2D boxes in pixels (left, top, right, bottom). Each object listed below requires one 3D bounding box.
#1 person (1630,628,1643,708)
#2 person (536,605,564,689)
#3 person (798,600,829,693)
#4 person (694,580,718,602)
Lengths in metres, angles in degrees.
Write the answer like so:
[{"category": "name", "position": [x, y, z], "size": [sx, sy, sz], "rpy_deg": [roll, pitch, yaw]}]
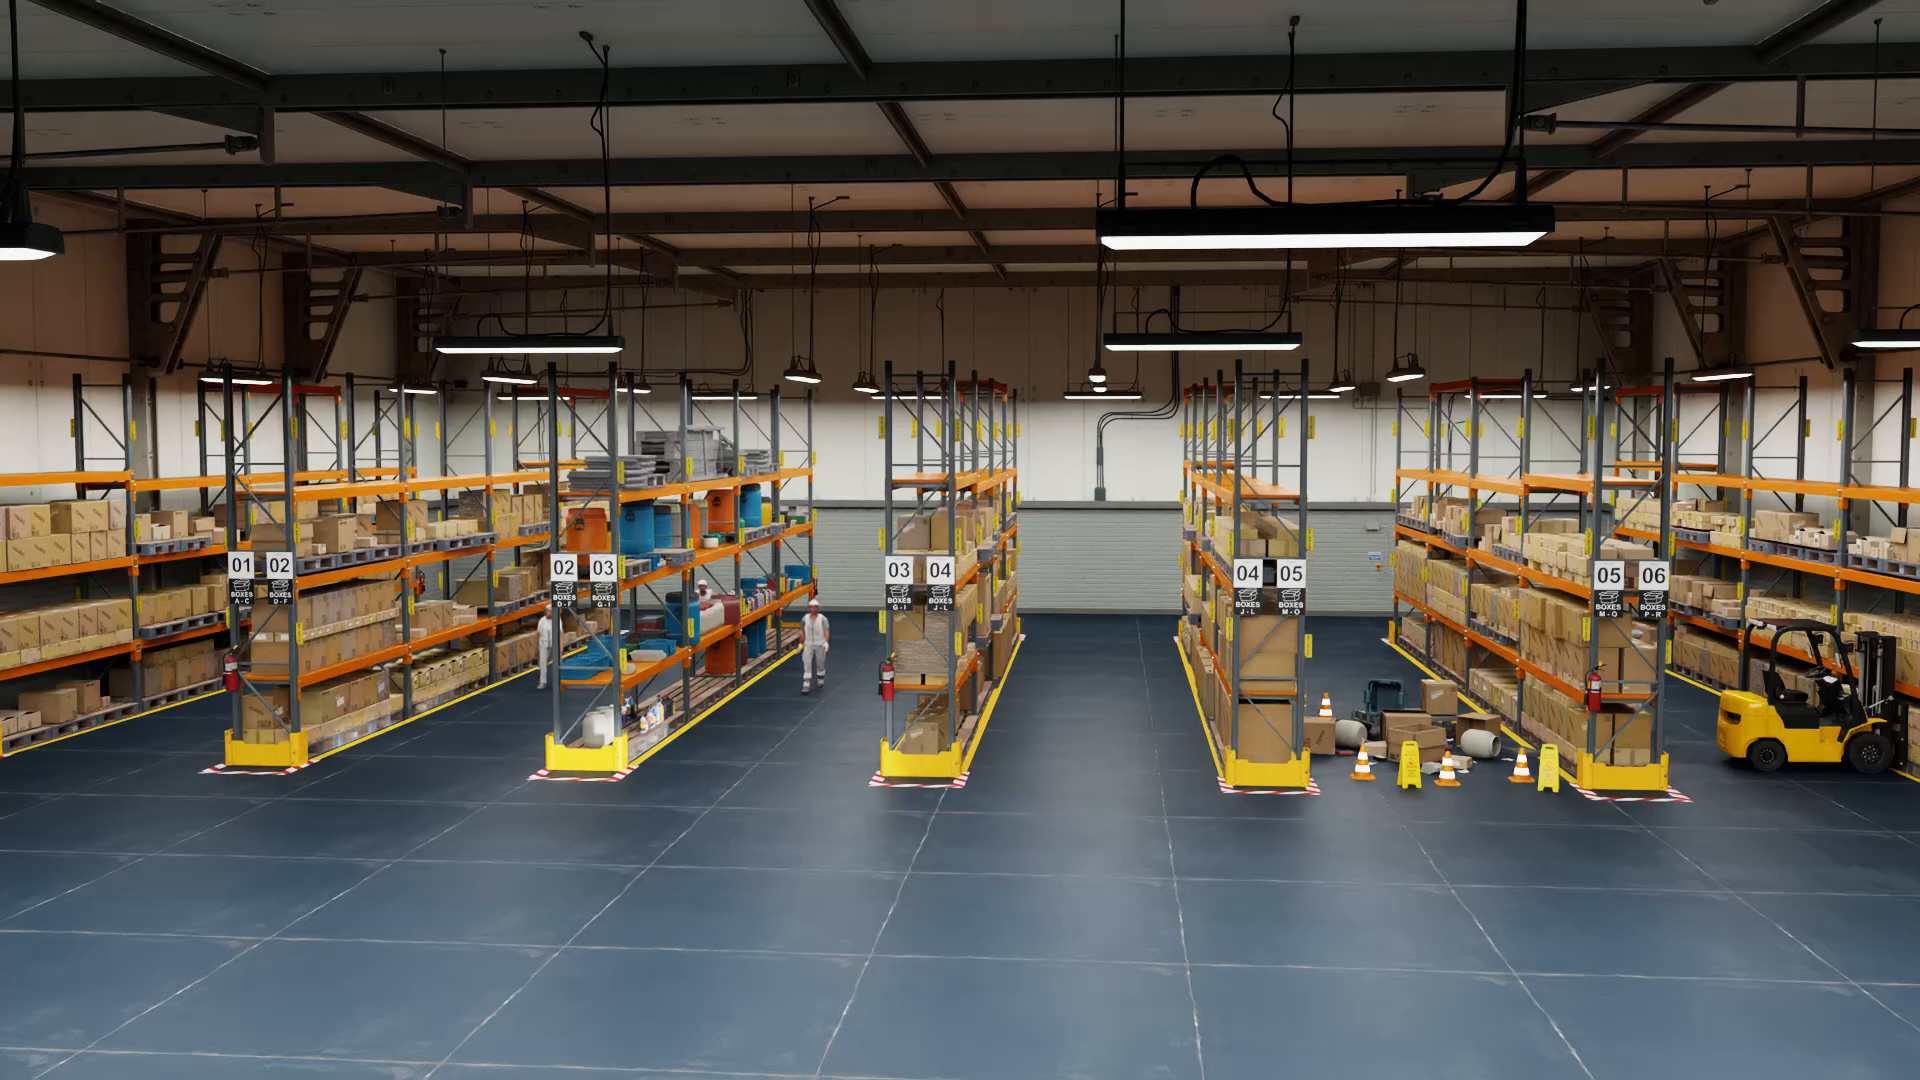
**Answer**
[{"category": "person", "position": [11.469, 2.337, 28.165], "size": [0.553, 1.644, 0.565], "rpy_deg": [-1, 4, -15]}, {"category": "person", "position": [-7.985, 2.055, 32.344], "size": [0.566, 1.599, 1.064], "rpy_deg": [0, 4, -4]}, {"category": "person", "position": [-2.817, 2.013, 31.817], "size": [0.653, 1.723, 1.034], "rpy_deg": [0, 4, 7]}, {"category": "person", "position": [-5.723, 1.709, 37.359], "size": [0.675, 1.682, 0.649], "rpy_deg": [1, 4, 17]}]
